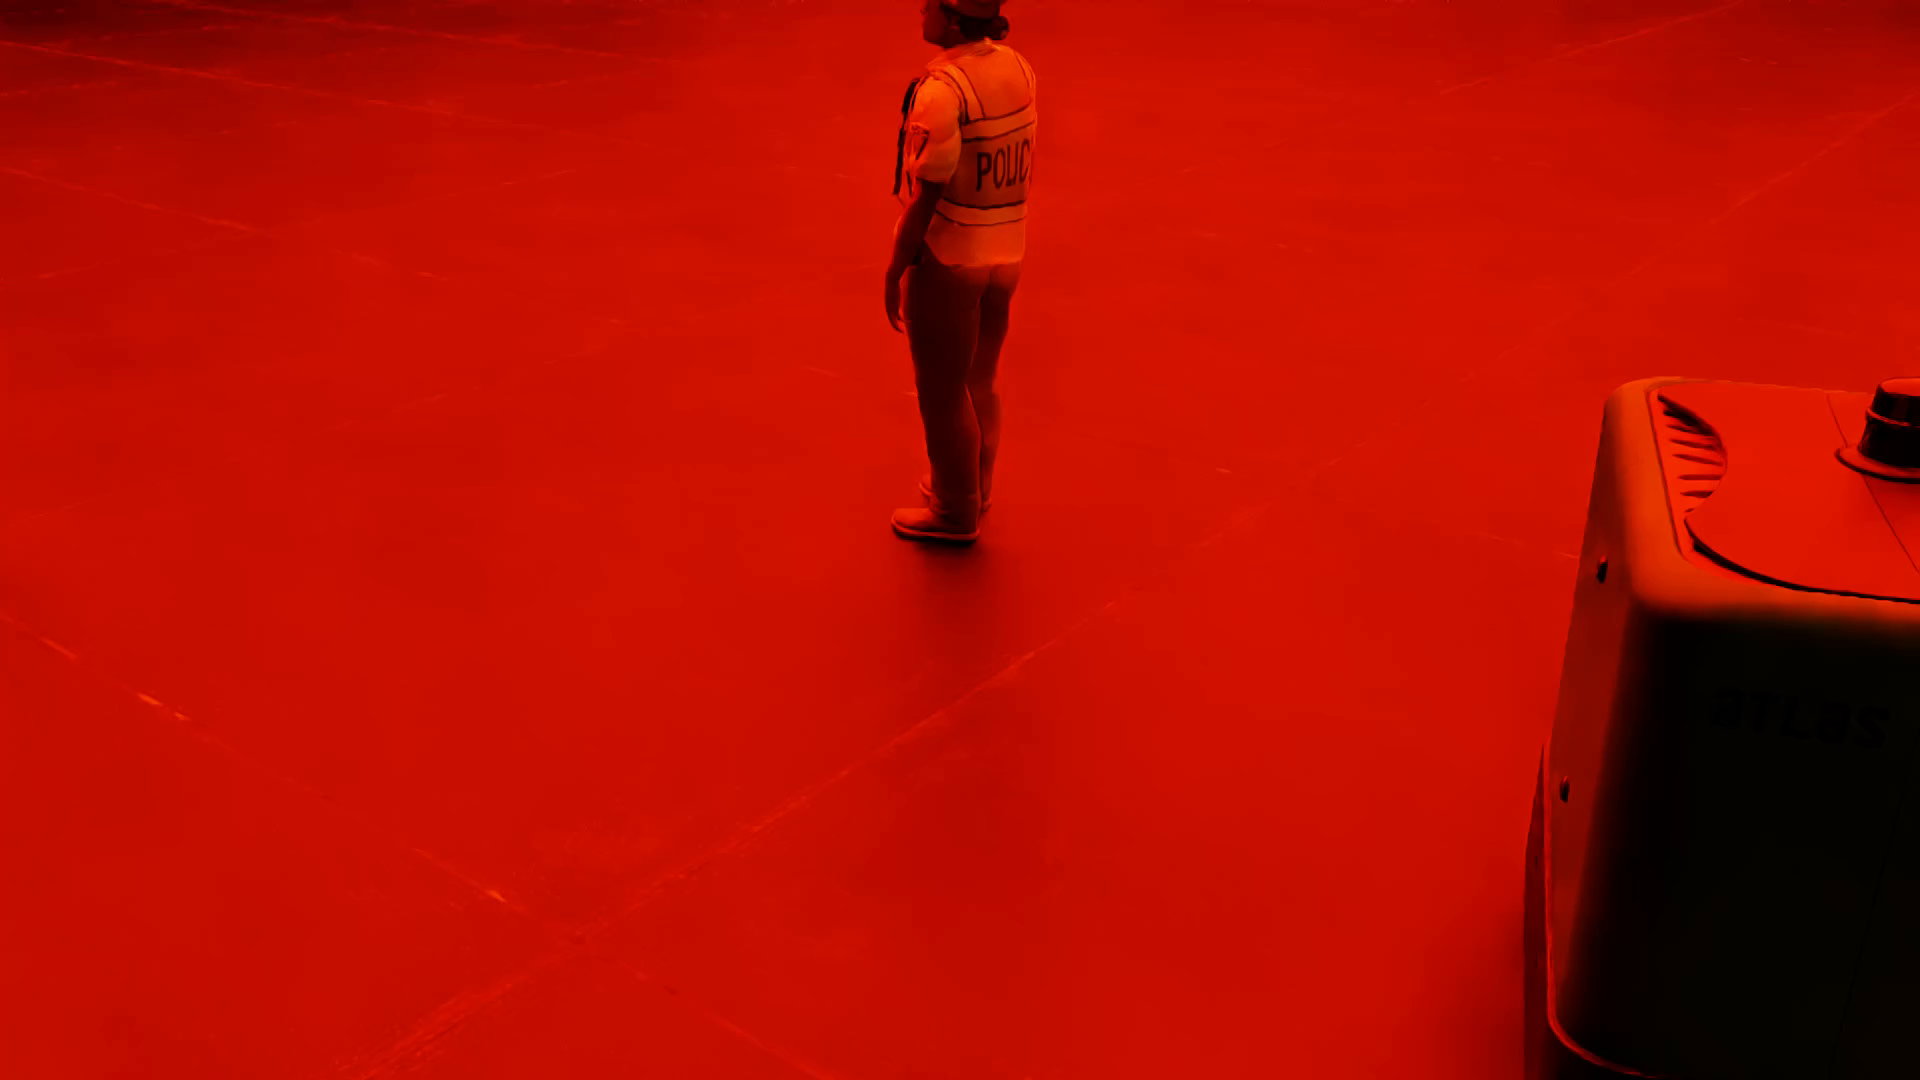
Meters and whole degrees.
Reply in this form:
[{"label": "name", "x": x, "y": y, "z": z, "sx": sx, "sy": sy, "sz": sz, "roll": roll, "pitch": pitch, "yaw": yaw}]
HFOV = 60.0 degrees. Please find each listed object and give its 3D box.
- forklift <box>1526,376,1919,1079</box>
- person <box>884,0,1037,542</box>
[{"label": "forklift", "x": 2.473, "y": -0.311, "z": 2.046, "sx": 3.031, "sy": 2.935, "sz": 1.130, "roll": 7, "pitch": 24, "yaw": 16}, {"label": "person", "x": -0.048, "y": -0.809, "z": 4.730, "sx": 0.529, "sy": 1.695, "sz": 0.570, "roll": 17, "pitch": 29, "yaw": 34}]
